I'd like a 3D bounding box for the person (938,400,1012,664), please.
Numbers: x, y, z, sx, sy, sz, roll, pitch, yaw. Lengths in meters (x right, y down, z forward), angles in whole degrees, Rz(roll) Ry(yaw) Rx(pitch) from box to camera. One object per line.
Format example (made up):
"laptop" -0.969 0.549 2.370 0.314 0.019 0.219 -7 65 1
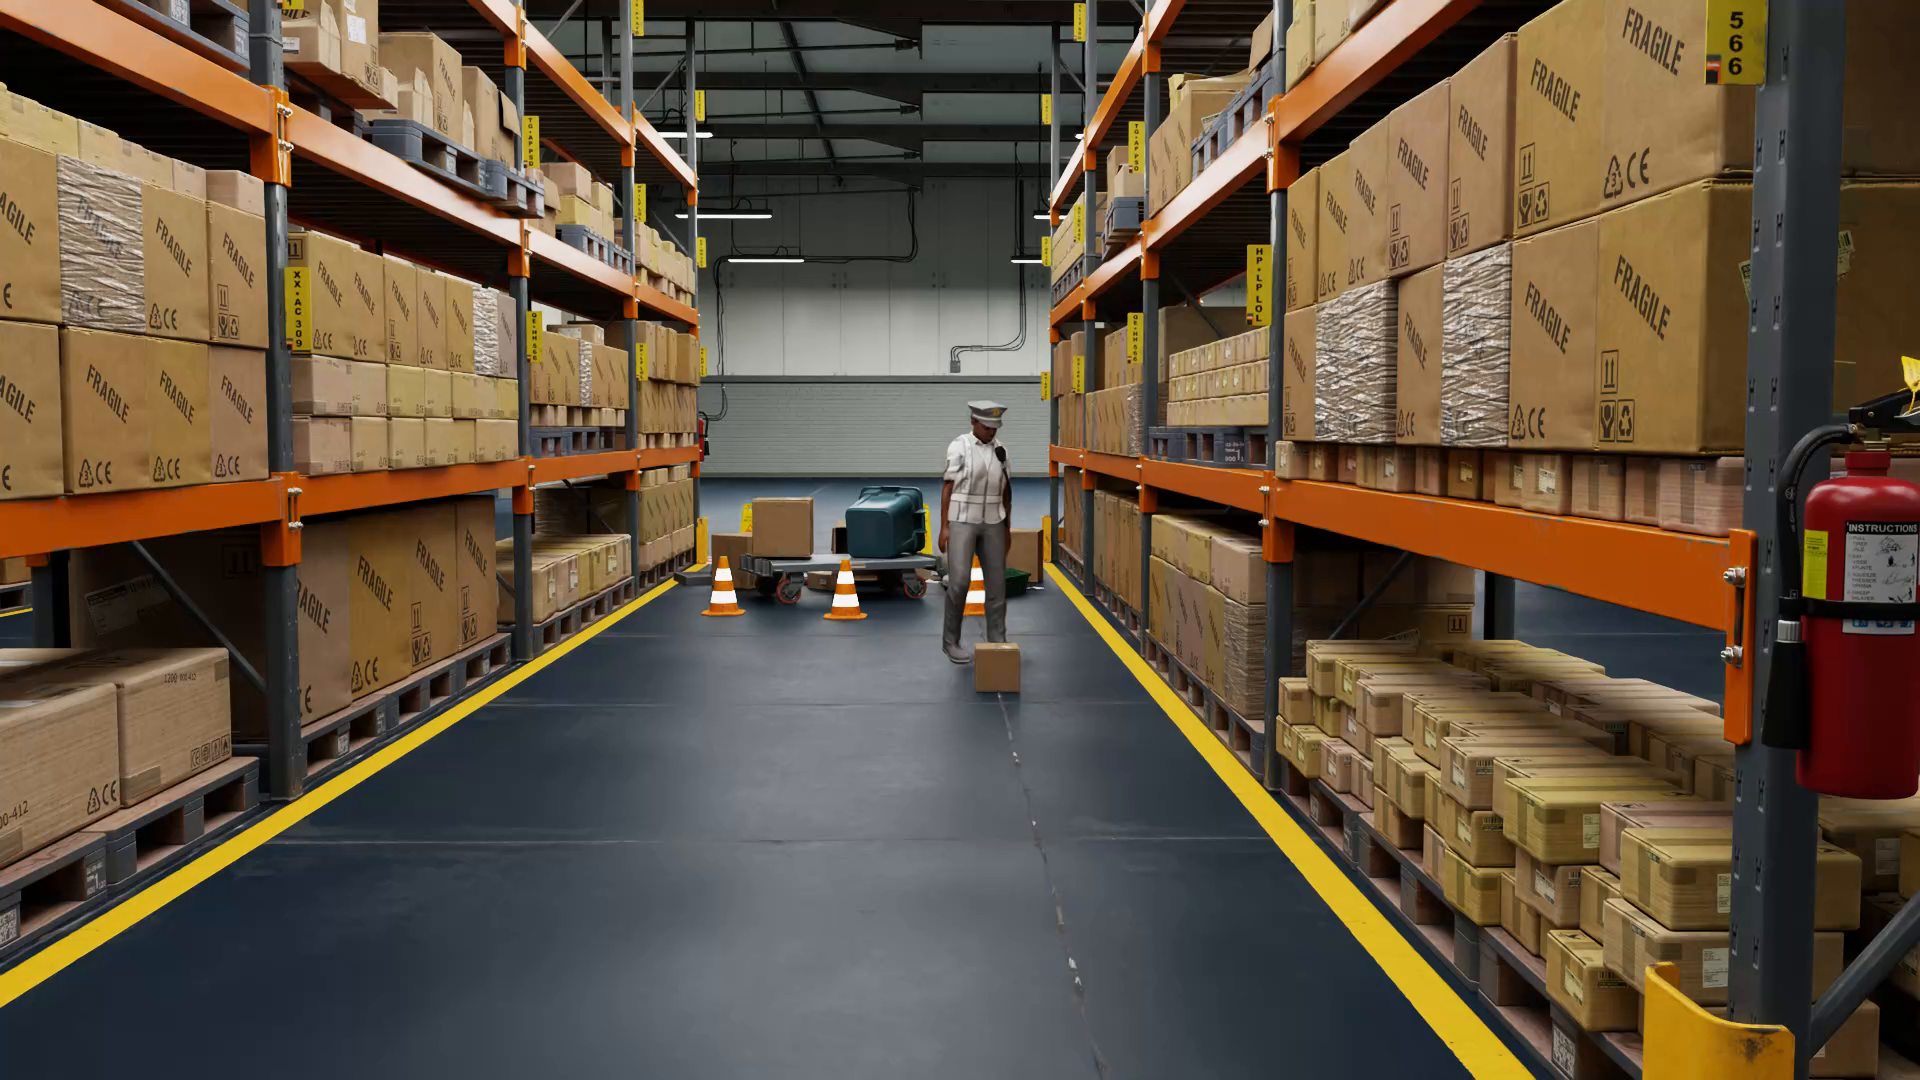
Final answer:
"person" 0.114 -0.056 10.571 0.516 1.660 0.372 -2 4 -23
